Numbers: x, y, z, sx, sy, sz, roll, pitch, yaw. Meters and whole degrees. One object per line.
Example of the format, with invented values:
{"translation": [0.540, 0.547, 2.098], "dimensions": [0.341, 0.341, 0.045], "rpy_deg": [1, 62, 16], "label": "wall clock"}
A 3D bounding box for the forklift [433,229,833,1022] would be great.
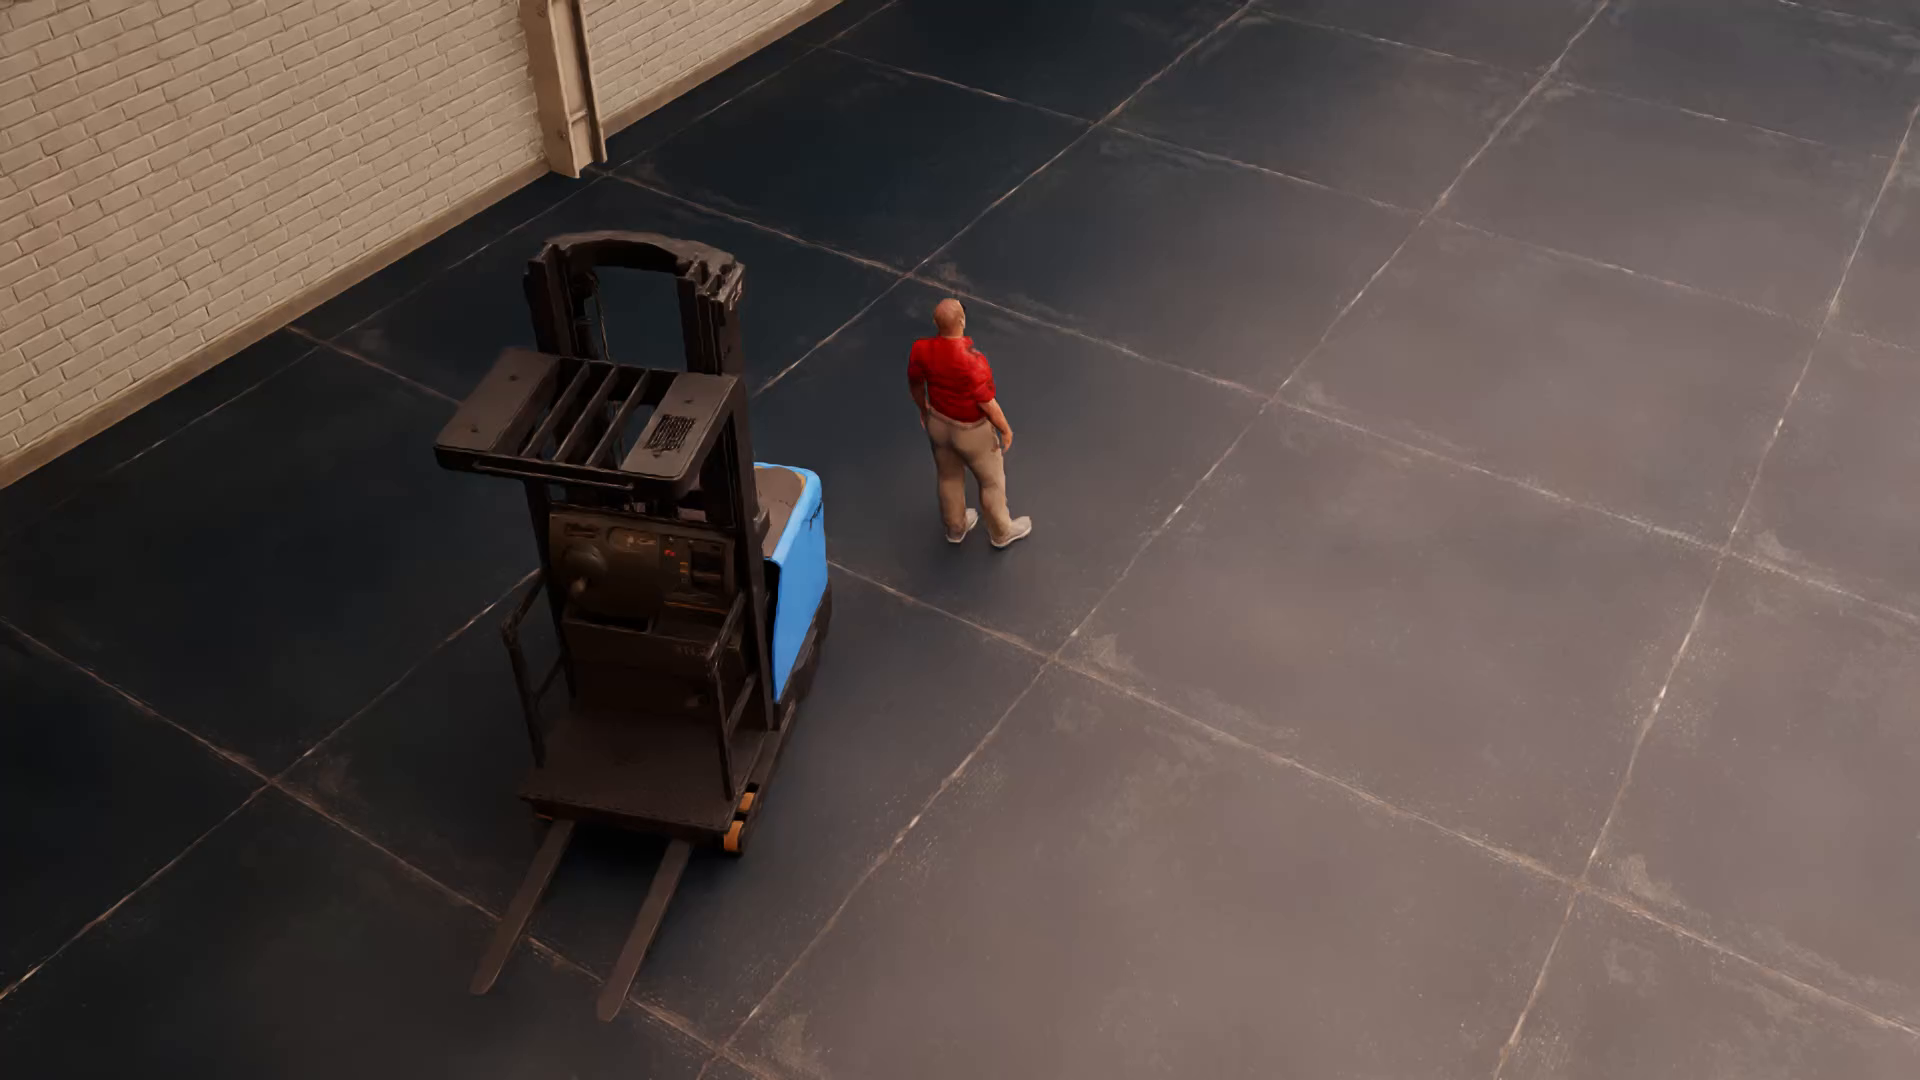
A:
{"translation": [-1.556, 0.184, 7.750], "dimensions": [1.130, 2.935, 3.031], "rpy_deg": [8, 41, 9], "label": "forklift"}

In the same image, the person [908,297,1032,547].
{"translation": [0.058, -0.710, 9.723], "dimensions": [0.640, 1.727, 0.550], "rpy_deg": [22, 45, 24], "label": "person"}
